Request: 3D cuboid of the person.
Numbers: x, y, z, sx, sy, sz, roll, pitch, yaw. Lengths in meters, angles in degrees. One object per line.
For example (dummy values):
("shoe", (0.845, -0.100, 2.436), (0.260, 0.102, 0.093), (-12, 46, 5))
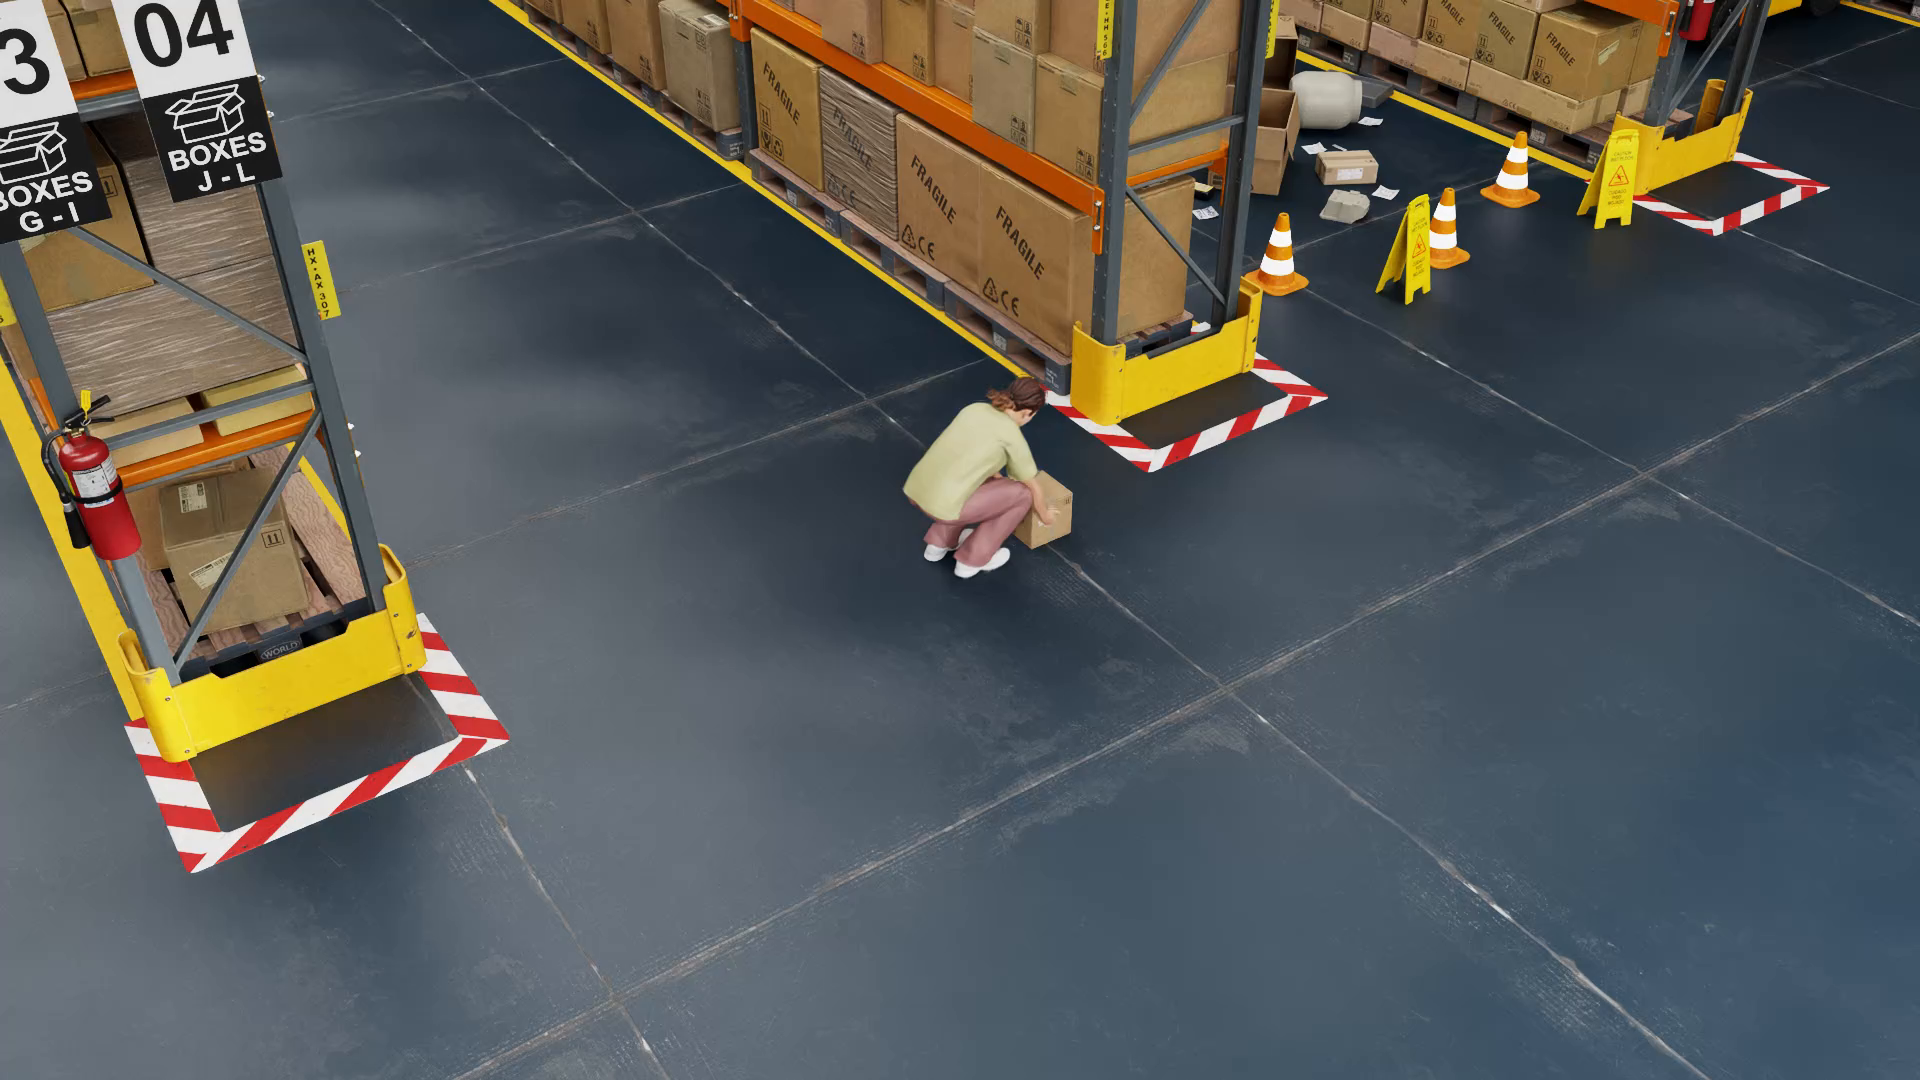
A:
("person", (0.092, -0.269, 8.111), (0.801, 0.792, 0.478), (-23, 42, -28))
